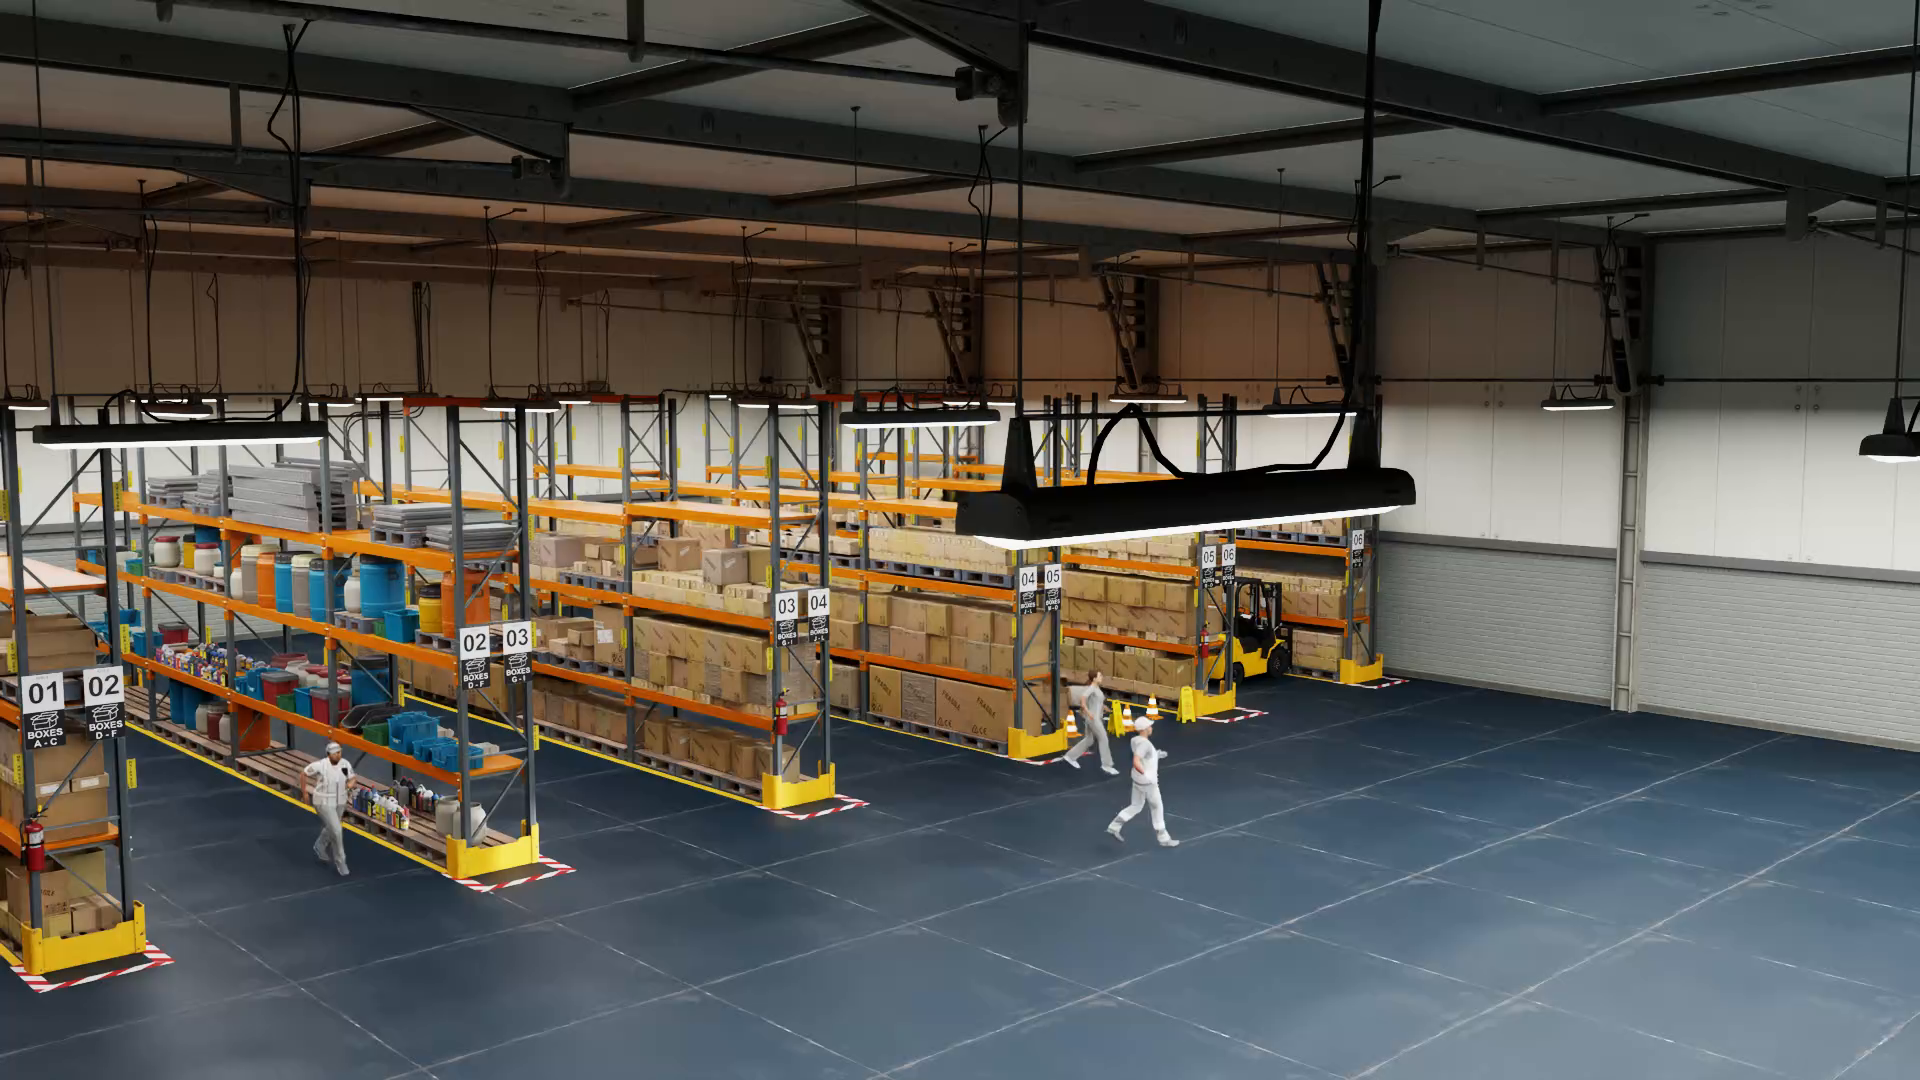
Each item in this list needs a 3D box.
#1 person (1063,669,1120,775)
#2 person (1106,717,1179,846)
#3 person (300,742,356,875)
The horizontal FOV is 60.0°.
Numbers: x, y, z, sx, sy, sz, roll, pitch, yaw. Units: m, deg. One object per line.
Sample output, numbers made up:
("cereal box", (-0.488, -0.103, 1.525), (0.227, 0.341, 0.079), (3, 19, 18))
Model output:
("person", (2.129, 2.921, 26.786), (0.920, 1.674, 0.580), (1, 6, 7))
("person", (2.473, 3.250, 22.377), (1.004, 1.769, 0.659), (-1, 6, -15))
("person", (-8.148, 3.442, 21.504), (0.846, 1.713, 0.627), (5, 7, 40))
